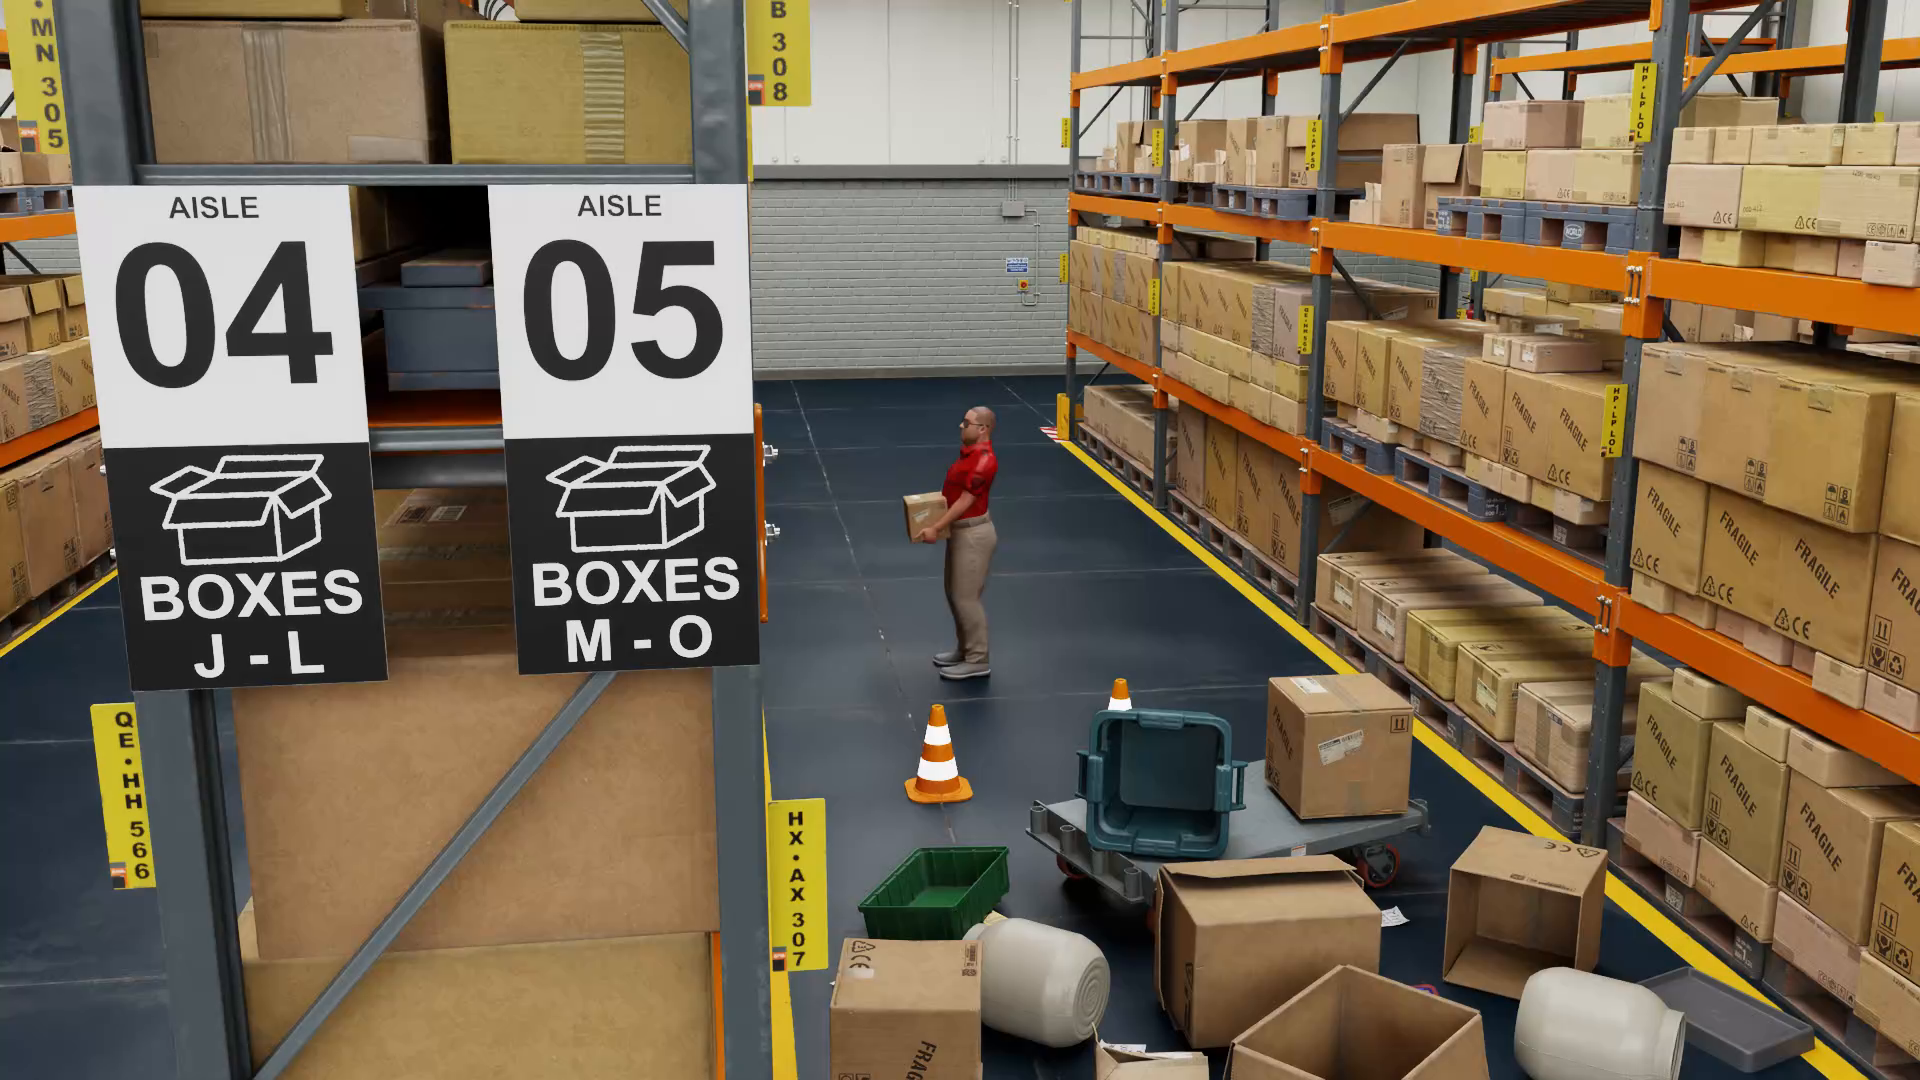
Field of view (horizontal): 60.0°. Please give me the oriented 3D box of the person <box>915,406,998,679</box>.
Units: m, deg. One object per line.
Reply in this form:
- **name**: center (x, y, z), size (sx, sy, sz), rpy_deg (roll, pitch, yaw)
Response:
- **person**: center (-0.034, 0.008, 10.513), size (0.530, 1.712, 0.494), rpy_deg (-2, 13, -8)
